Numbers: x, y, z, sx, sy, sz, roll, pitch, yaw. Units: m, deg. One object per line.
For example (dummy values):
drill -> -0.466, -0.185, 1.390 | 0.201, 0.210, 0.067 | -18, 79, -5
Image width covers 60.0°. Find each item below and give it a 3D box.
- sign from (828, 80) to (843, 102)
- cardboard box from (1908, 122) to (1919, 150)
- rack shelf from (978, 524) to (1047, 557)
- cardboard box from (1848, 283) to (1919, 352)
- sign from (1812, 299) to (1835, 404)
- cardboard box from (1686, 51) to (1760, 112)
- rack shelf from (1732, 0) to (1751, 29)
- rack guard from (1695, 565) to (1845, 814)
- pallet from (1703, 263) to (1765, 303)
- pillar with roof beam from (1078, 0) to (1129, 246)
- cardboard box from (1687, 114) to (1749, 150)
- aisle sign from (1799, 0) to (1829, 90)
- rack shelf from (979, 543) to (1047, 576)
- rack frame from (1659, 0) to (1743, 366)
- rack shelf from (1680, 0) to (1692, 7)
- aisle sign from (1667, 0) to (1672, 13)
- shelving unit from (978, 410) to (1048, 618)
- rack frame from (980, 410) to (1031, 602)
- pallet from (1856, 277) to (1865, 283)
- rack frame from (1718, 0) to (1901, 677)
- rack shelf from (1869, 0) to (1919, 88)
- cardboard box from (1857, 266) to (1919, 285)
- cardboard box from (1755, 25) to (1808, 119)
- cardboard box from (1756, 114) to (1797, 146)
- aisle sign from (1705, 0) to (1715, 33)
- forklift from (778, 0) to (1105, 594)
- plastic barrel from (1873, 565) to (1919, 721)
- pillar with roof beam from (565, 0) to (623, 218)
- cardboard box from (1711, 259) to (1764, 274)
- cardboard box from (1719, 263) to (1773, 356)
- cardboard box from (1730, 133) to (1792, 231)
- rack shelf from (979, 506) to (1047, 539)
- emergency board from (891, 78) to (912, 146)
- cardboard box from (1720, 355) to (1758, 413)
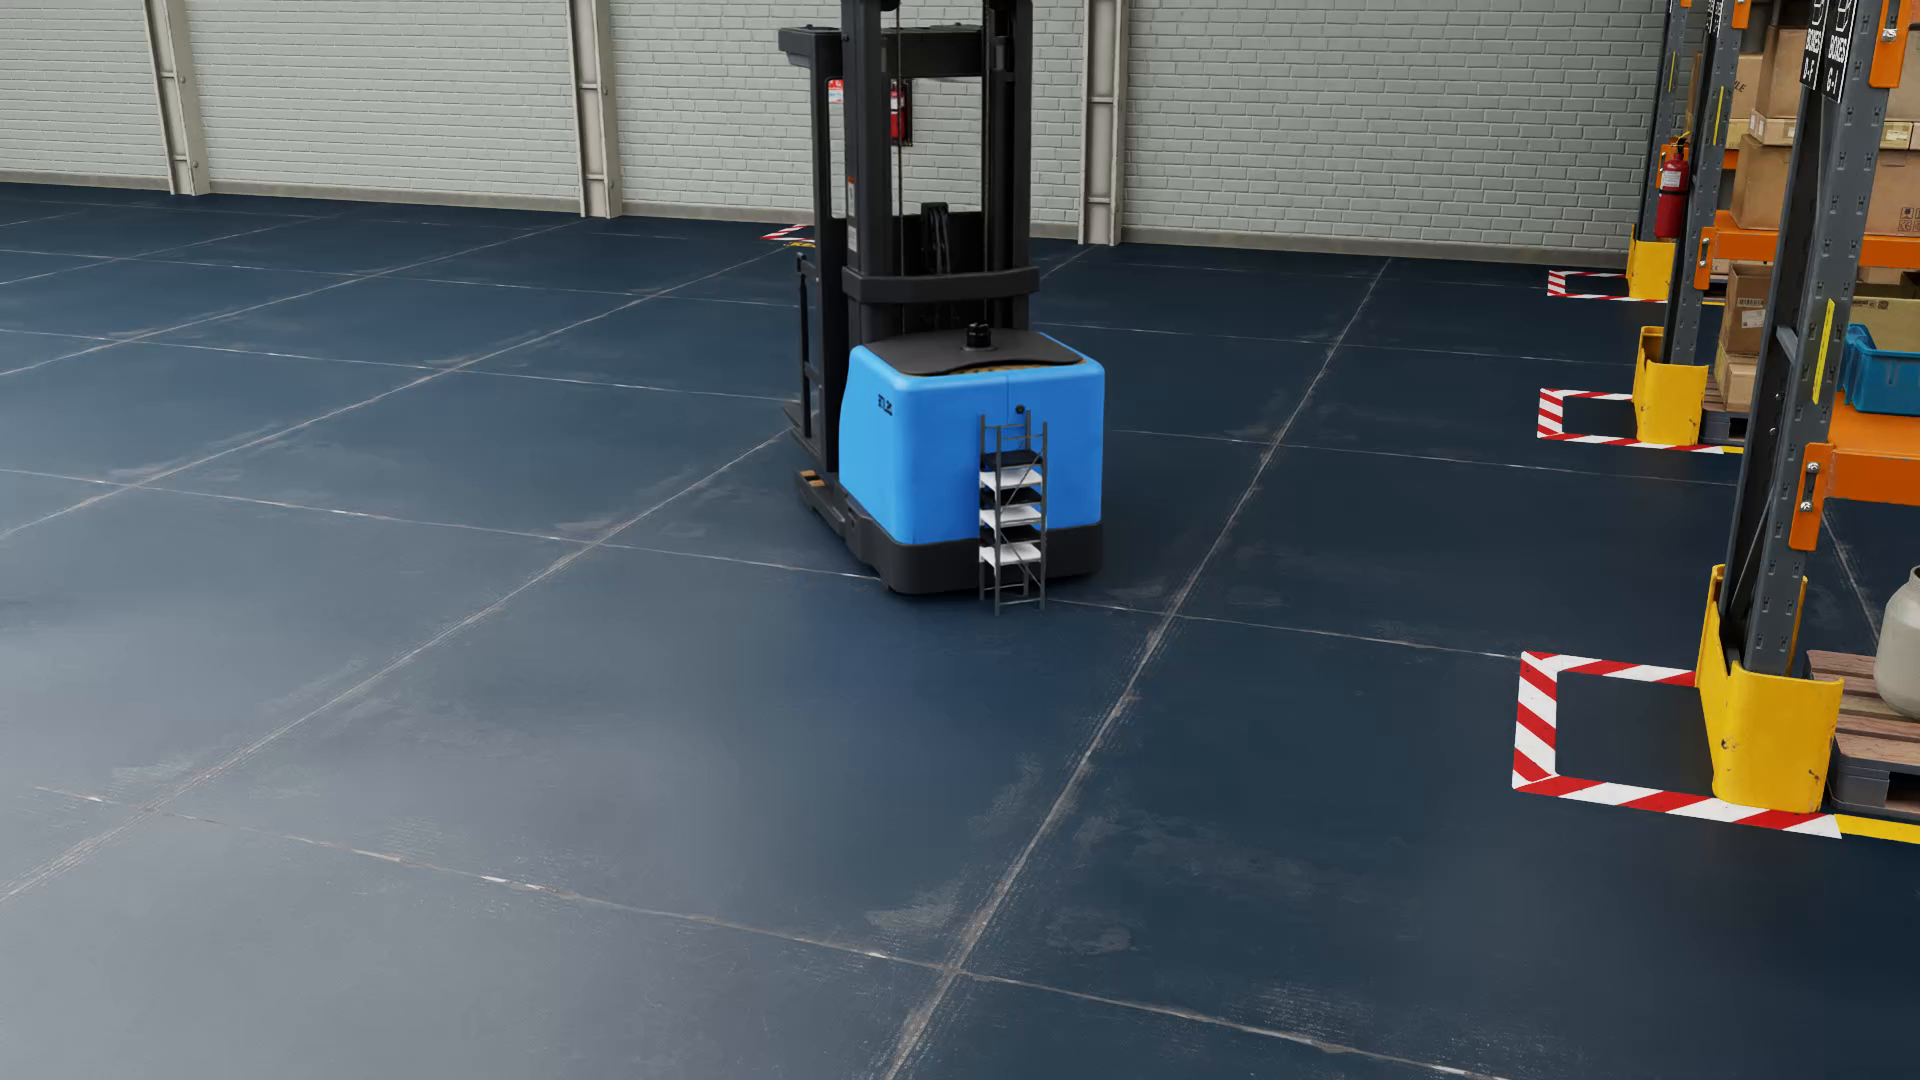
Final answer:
sign -> -1.330, -4.953, 18.174 | 0.234, 0.329, 0.001 | 7, 20, 18
cardboard box -> 5.604, -2.345, 9.608 | 0.250, 0.149, 0.380 | 6, 20, 17
rack shelf -> 0.240, -0.001, 7.587 | 0.258, 0.077, 0.200 | -7, 20, -18
cardboard box -> 5.487, -1.257, 10.025 | 0.500, 0.500, 0.500 | 7, 20, 18
sign -> 2.767, -0.604, 5.331 | 0.005, 0.325, 0.100 | 7, 20, 18
cardboard box -> 6.718, -4.032, 14.644 | 0.500, 0.500, 0.500 | 6, 20, 17
rack shelf -> 6.470, -3.044, 9.288 | 4.000, 0.370, 1.077 | 7, 20, 18
rack guard -> 3.039, 0.530, 6.295 | 0.348, 0.500, 1.175 | 7, 20, 18
pallet -> 7.030, -2.300, 14.855 | 1.213, 0.211, 1.003 | 7, 20, 18
pillar with roof beam -> 0.067, -6.060, 12.289 | 0.400, 9.000, 9.100 | 7, 20, 18
cardboard box -> 6.559, -3.511, 14.289 | 0.500, 0.250, 0.500 | 6, 20, 16
aisle sign -> 2.981, -1.971, 5.725 | 0.004, 0.787, 0.394 | 7, 20, 18
rack shelf -> 0.240, 0.084, 7.617 | 0.258, 0.077, 0.200 | -7, 20, -18
rack frame -> 4.581, -2.183, 10.283 | 0.127, 3.000, 1.000 | 7, 20, 18
rack shelf -> 8.092, -4.585, 13.707 | 4.000, 0.370, 1.077 | 7, 20, 18
aisle sign -> 6.036, -4.866, 14.029 | 0.004, 0.787, 0.394 | 7, 20, 18
shelving unit -> 0.240, -0.118, 7.547 | 0.258, 0.900, 0.210 | -7, 20, -18
rack frame -> 0.206, -0.149, 7.637 | 0.240, 0.900, 0.006 | -7, 20, -18
pallet -> 8.179, -2.168, 14.475 | 1.213, 0.211, 1.003 | 7, 20, 18
rack frame -> 2.952, -0.644, 5.866 | 0.127, 3.000, 1.000 | 7, 20, 18
rack shelf -> 4.841, -1.504, 4.871 | 4.000, 0.370, 1.077 | 7, 20, 18
cardboard box -> 8.042, -2.492, 14.298 | 0.500, 0.500, 0.700 | 5, 20, 15
cardboard box -> 5.067, -2.783, 9.880 | 0.500, 0.500, 0.700 | 7, 20, 18
cardboard box -> 4.881, -2.428, 9.846 | 0.250, 0.149, 0.380 | 6, 20, 18
aisle sign -> 4.615, -3.509, 10.137 | 0.004, 0.787, 0.394 | 7, 20, 18
forklift -> -0.283, -1.583, 8.664 | 1.130, 2.935, 3.031 | -7, 20, -18
plastic barrel -> 3.598, 0.380, 6.070 | 0.421, 0.512, 0.421 | 0, 19, 0
pillar with roof beam -> -5.600, -6.708, 14.148 | 0.400, 9.000, 9.100 | 7, 20, 18
cardboard box -> 6.827, -2.559, 14.778 | 0.500, 0.311, 0.500 | 4, 20, 12
cardboard box -> 5.185, -1.472, 10.642 | 0.500, 0.500, 0.500 | 7, 20, 18
cardboard box -> 5.017, -2.176, 10.110 | 0.500, 0.500, 0.700 | 7, 20, 18
rack shelf -> 0.240, -0.086, 7.558 | 0.258, 0.077, 0.200 | -7, 20, -18
emergency board -> -0.842, -4.844, 17.916 | 0.643, 1.169, 0.194 | 7, 20, 18
cardboard box -> 5.014, -0.956, 10.302 | 0.500, 0.250, 0.500 | 7, 20, 18
